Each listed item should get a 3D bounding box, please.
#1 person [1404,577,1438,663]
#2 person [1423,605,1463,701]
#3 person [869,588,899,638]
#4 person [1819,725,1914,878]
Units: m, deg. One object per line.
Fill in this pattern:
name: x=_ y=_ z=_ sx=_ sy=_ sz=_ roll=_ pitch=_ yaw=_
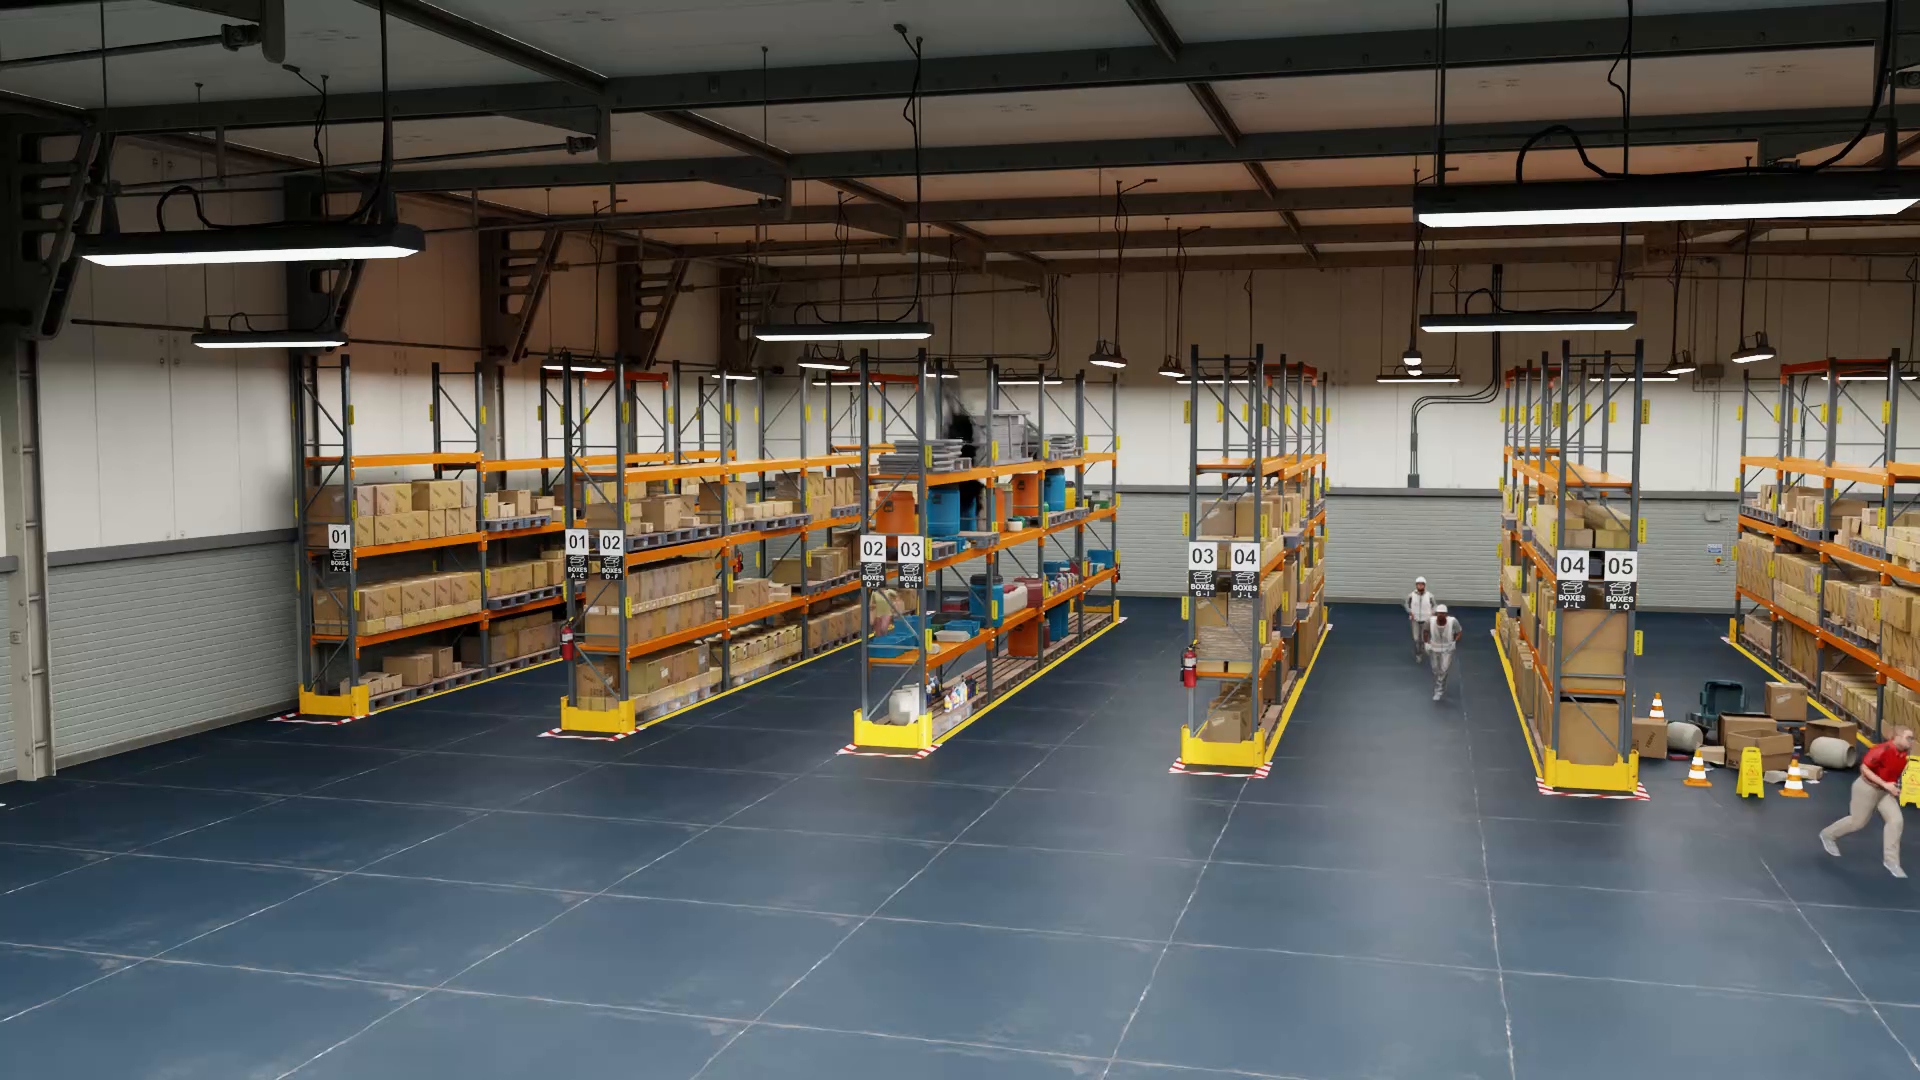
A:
person: x=9.349 y=1.617 z=33.769 sx=0.661 sy=1.731 sz=0.585 roll=1 pitch=4 yaw=16
person: x=8.536 y=1.965 z=29.424 sx=0.681 sy=1.715 sz=0.874 roll=1 pitch=4 yaw=18
person: x=-1.548 y=1.530 z=33.570 sx=0.580 sy=1.592 sz=0.848 roll=1 pitch=4 yaw=11
person: x=10.041 y=2.828 z=18.407 sx=0.703 sy=1.694 sz=1.019 roll=-3 pitch=5 yaw=-31
